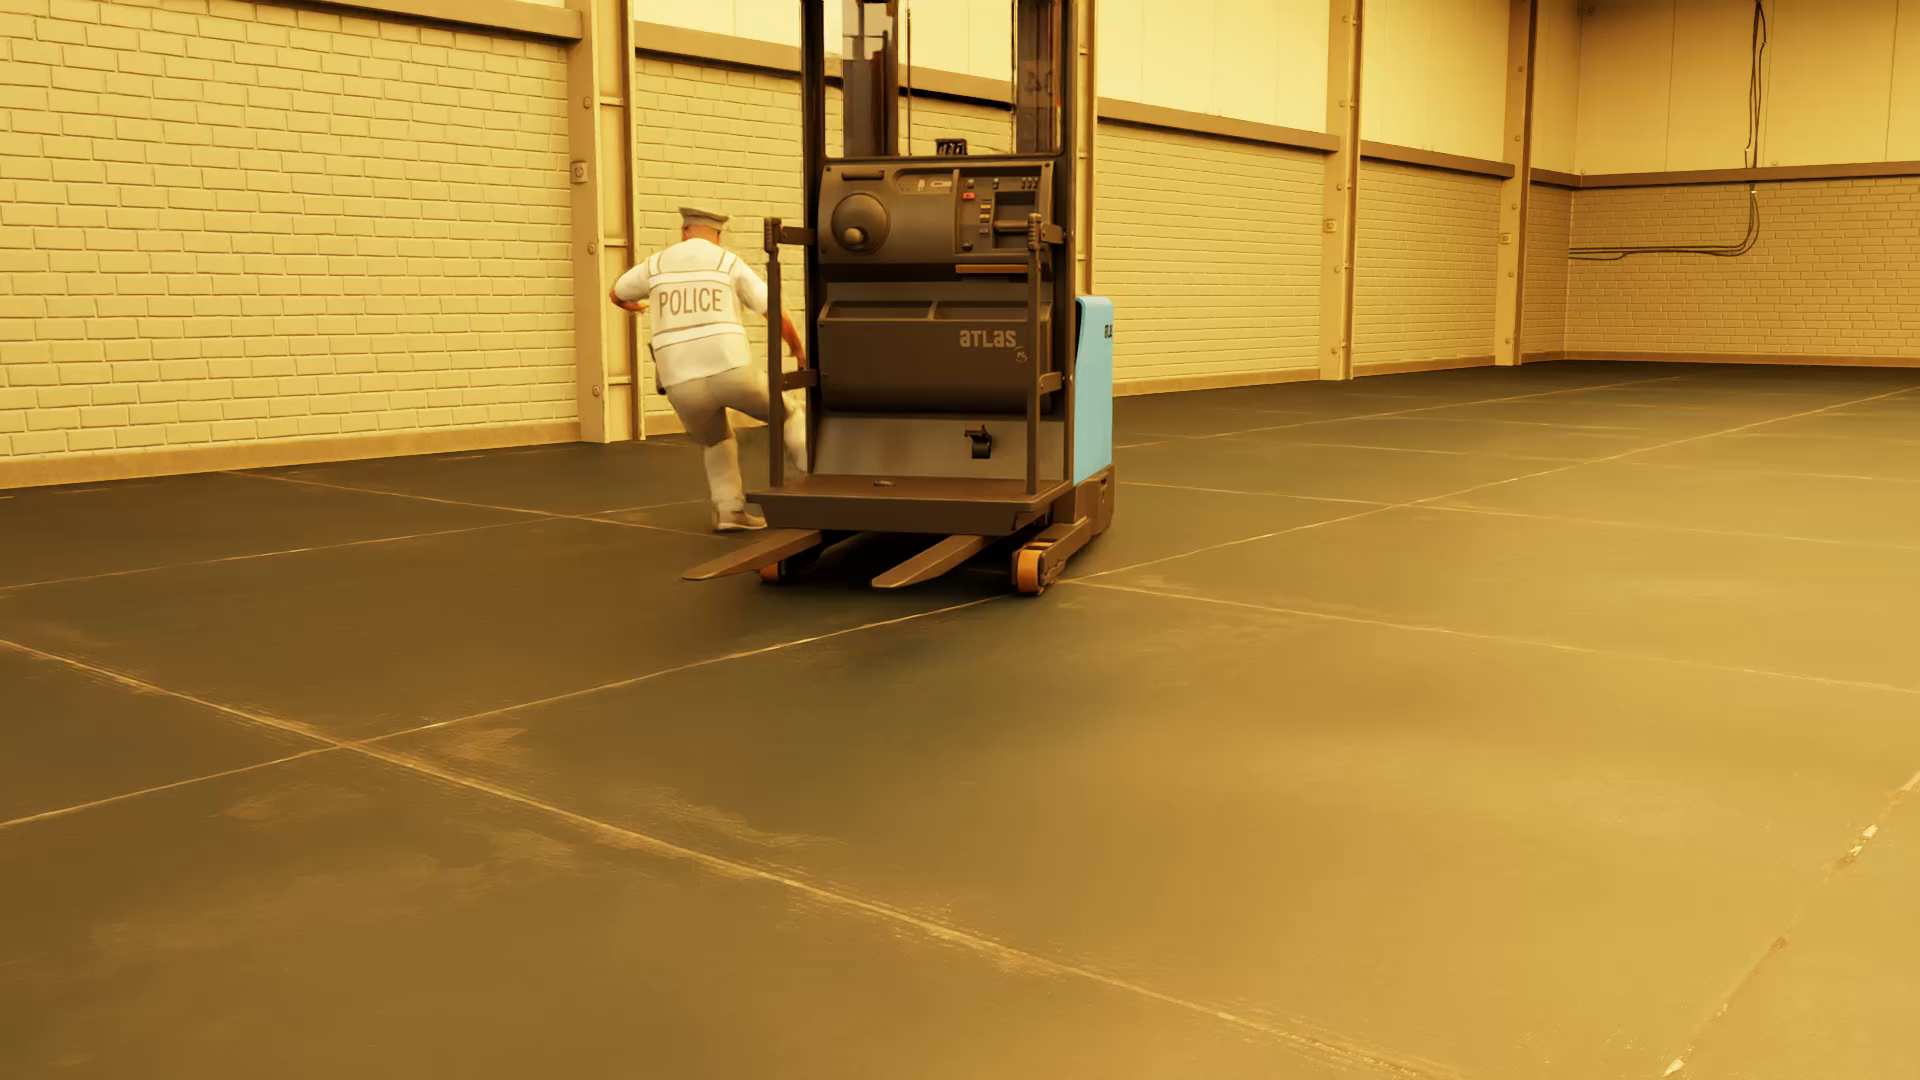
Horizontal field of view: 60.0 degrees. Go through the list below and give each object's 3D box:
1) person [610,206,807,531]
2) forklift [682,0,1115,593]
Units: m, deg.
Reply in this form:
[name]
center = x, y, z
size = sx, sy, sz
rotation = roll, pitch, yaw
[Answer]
[person]
center = -1.004, -0.803, 7.830
size = 1.293, 1.508, 0.941
rotation = 0, 8, 0
[forklift]
center = -0.149, -1.315, 6.266
size = 1.130, 2.935, 3.031
rotation = 2, 9, 14
